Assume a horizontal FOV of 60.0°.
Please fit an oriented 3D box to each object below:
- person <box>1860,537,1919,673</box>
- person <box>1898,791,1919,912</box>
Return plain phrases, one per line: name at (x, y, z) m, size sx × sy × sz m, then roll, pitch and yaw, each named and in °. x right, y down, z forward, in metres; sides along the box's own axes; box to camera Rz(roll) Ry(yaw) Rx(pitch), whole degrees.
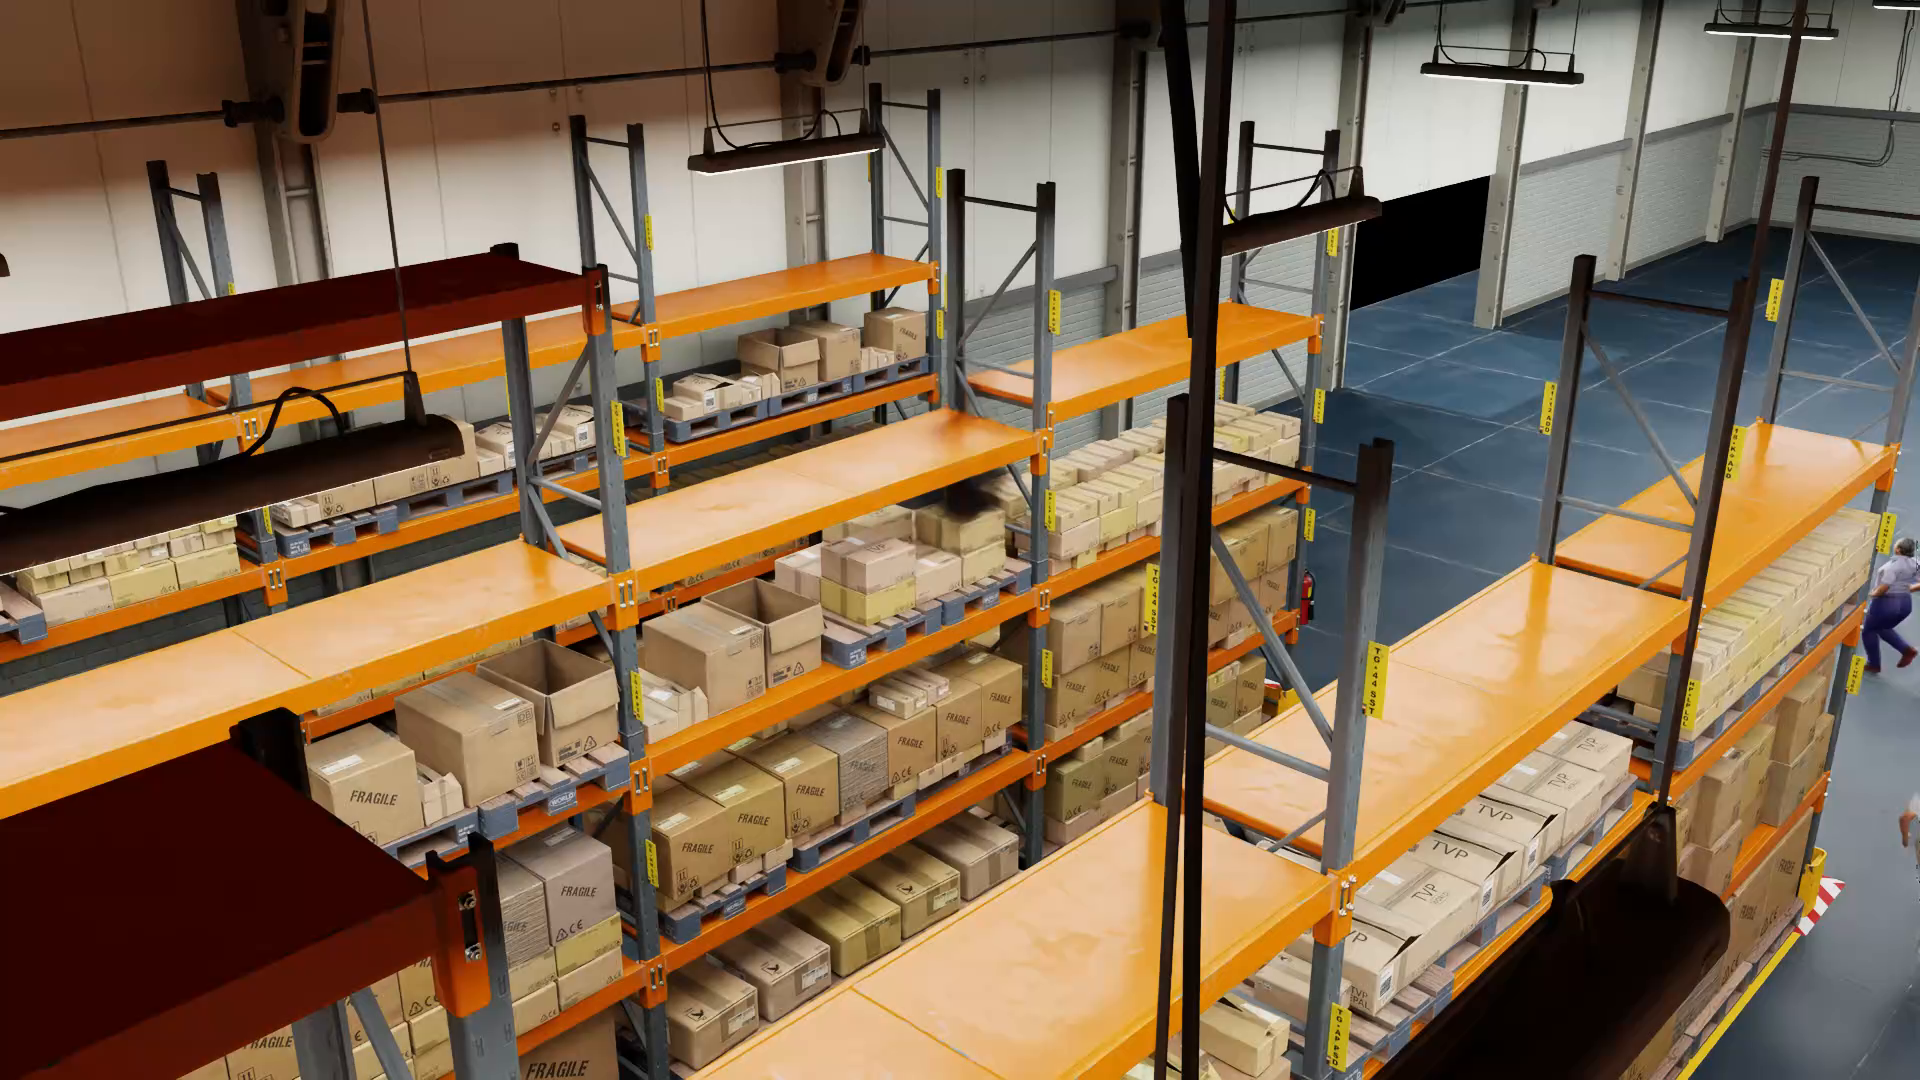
person at (10.089, 0.728, 17.960) m, size 0.609 × 1.606 × 0.584 m, roll -6°, pitch 22°, yaw -16°
person at (7.835, 2.479, 13.351) m, size 0.623 × 1.618 × 0.632 m, roll 11°, pitch 24°, yaw 27°
